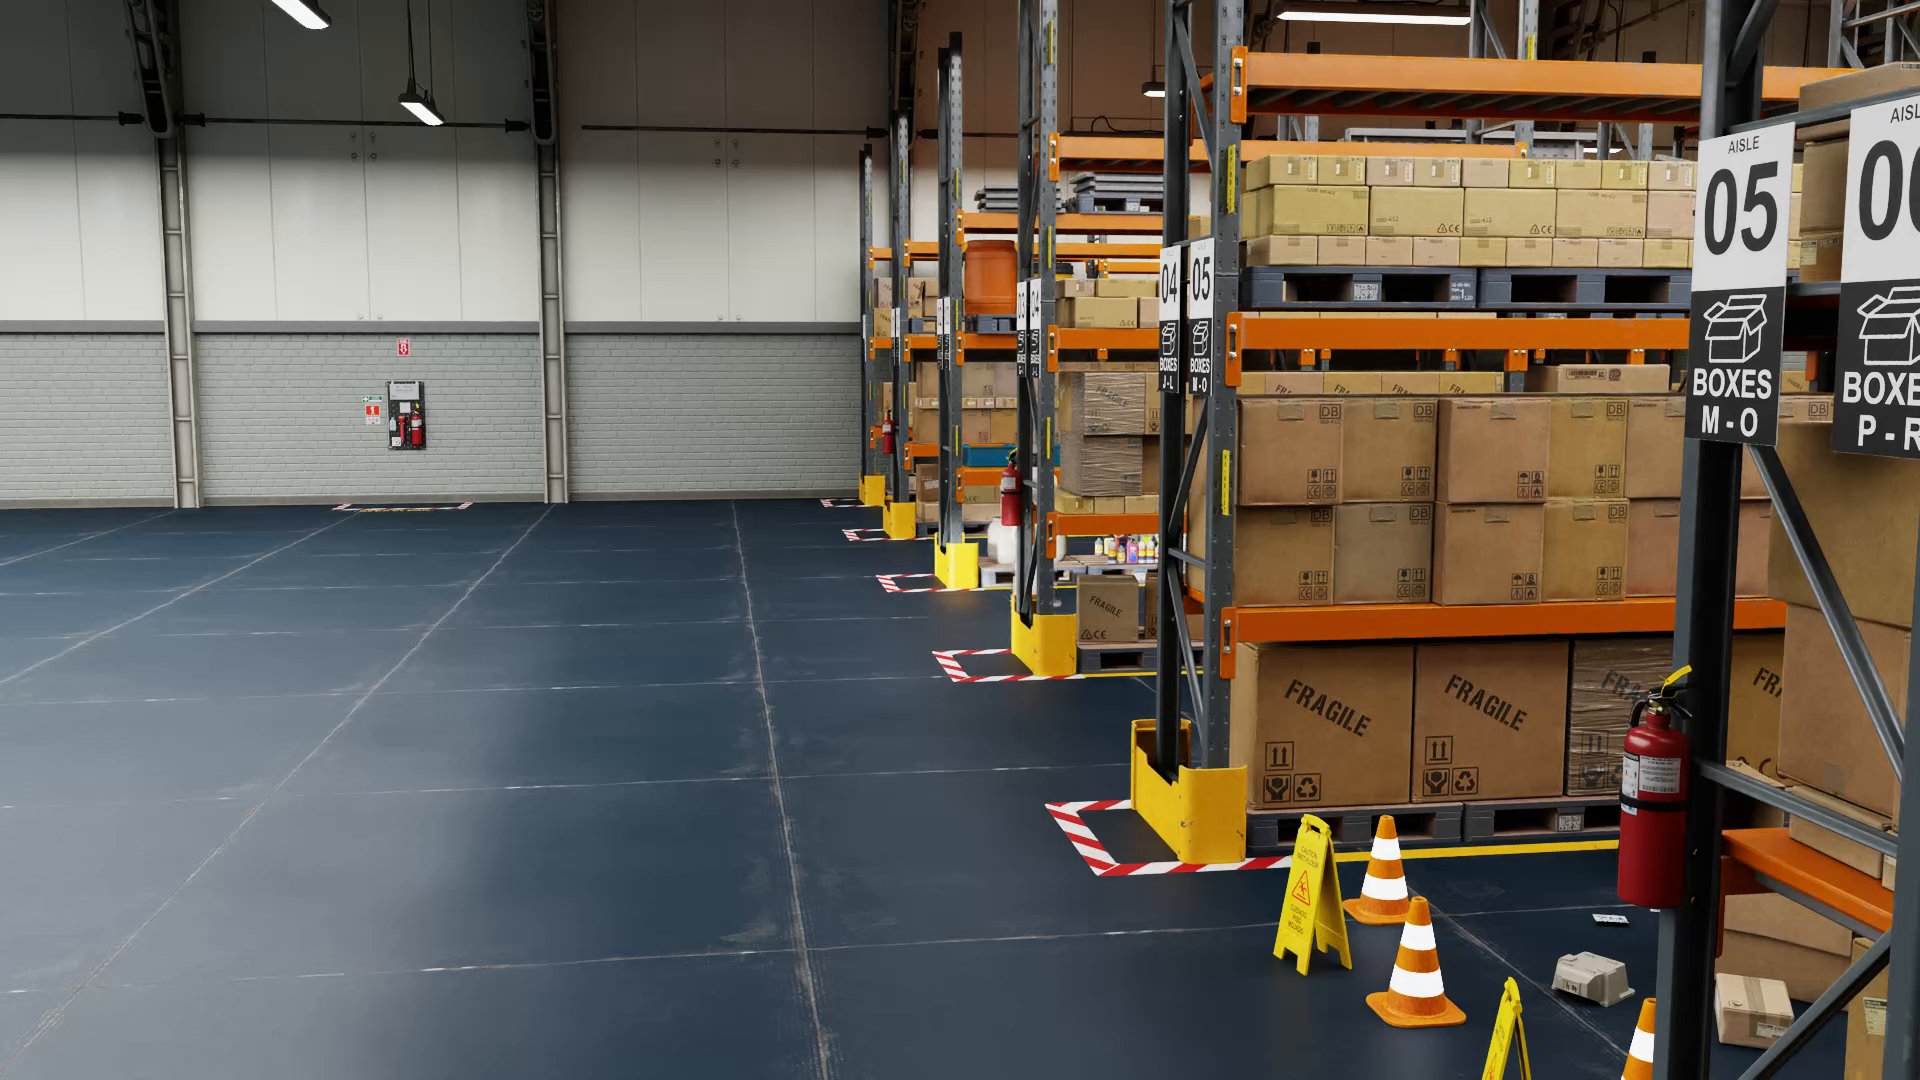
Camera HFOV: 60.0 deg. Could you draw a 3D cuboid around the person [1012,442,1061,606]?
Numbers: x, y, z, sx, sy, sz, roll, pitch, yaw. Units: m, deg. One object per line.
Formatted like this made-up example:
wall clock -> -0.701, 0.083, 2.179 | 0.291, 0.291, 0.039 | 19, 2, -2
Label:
person -> 0.775, -0.149, 16.927 | 0.518, 1.695, 0.375 | -1, 7, -9
